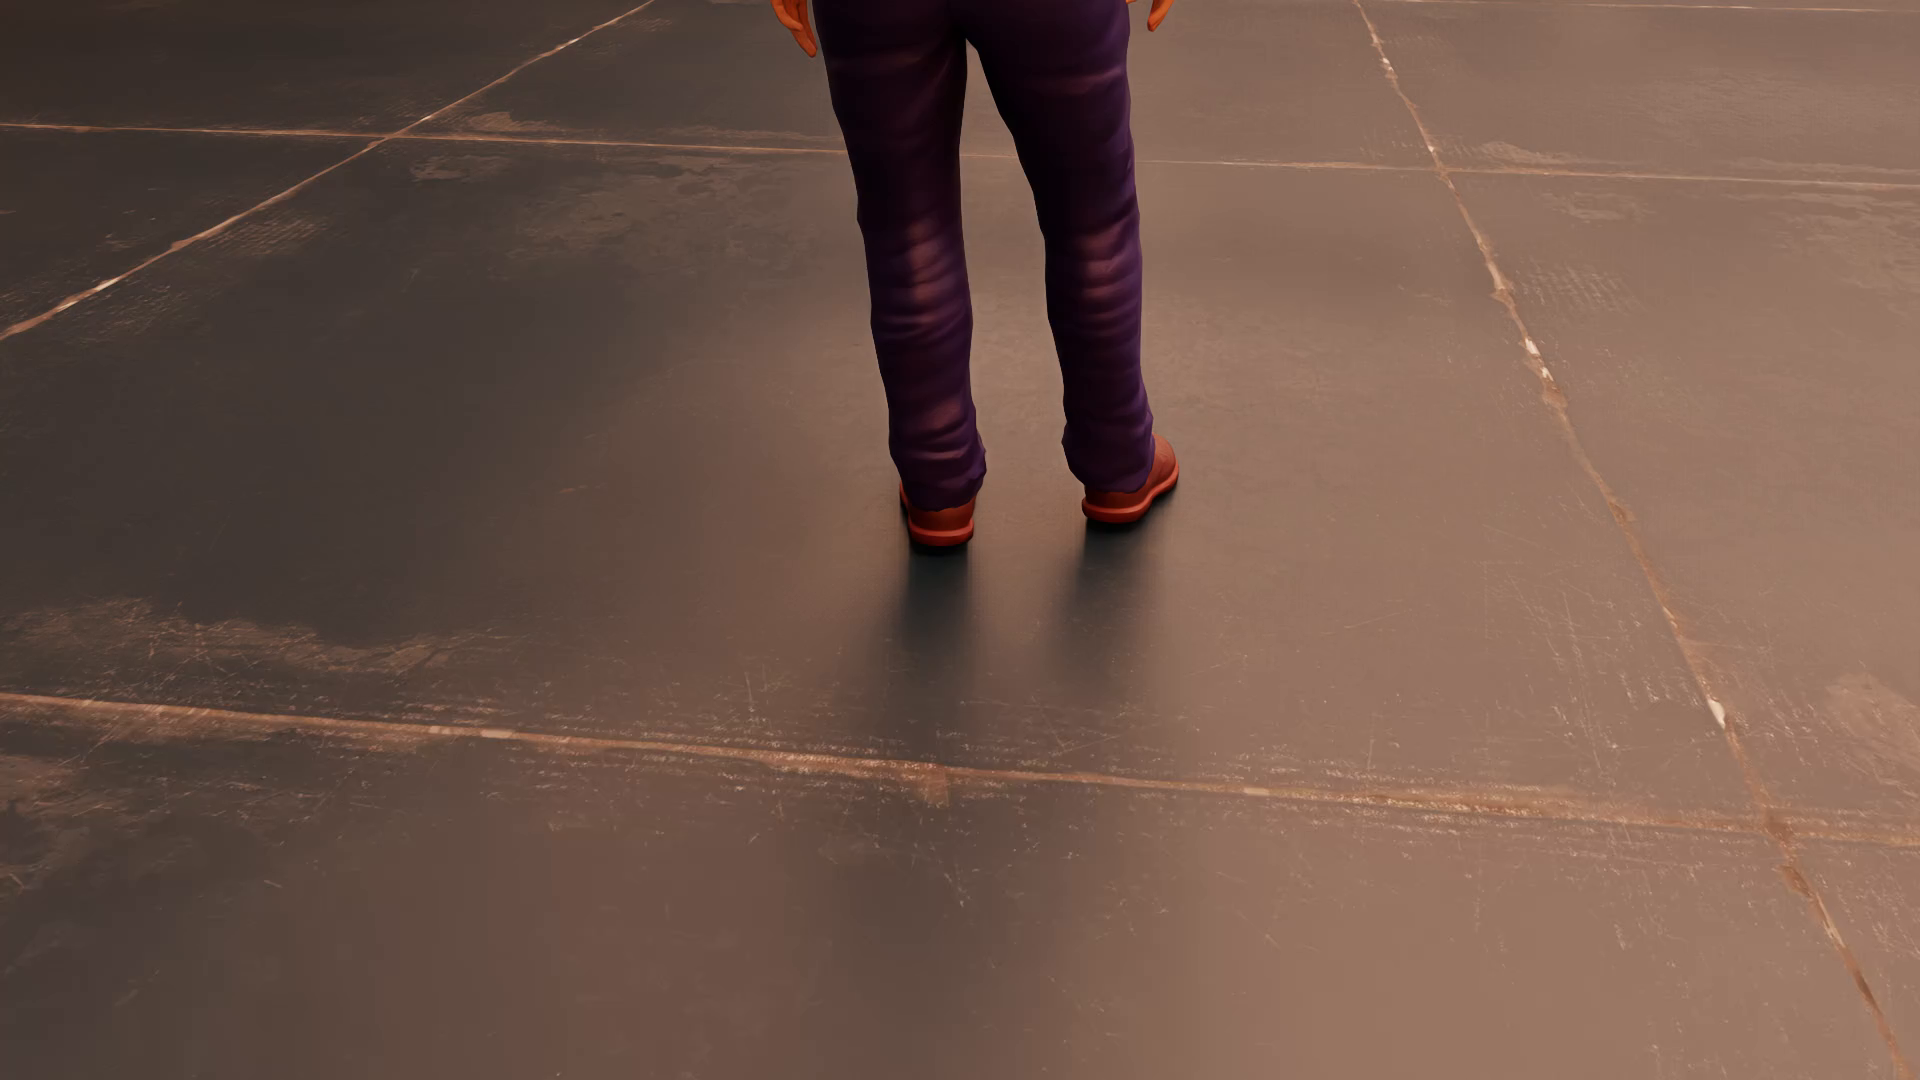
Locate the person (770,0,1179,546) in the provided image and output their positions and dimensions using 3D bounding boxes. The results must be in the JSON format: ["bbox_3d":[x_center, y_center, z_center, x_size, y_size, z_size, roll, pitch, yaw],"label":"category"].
[{"bbox_3d":[0.035,-0.782,2.206,0.598,1.651,0.502,3,27,7],"label":"person"}]
